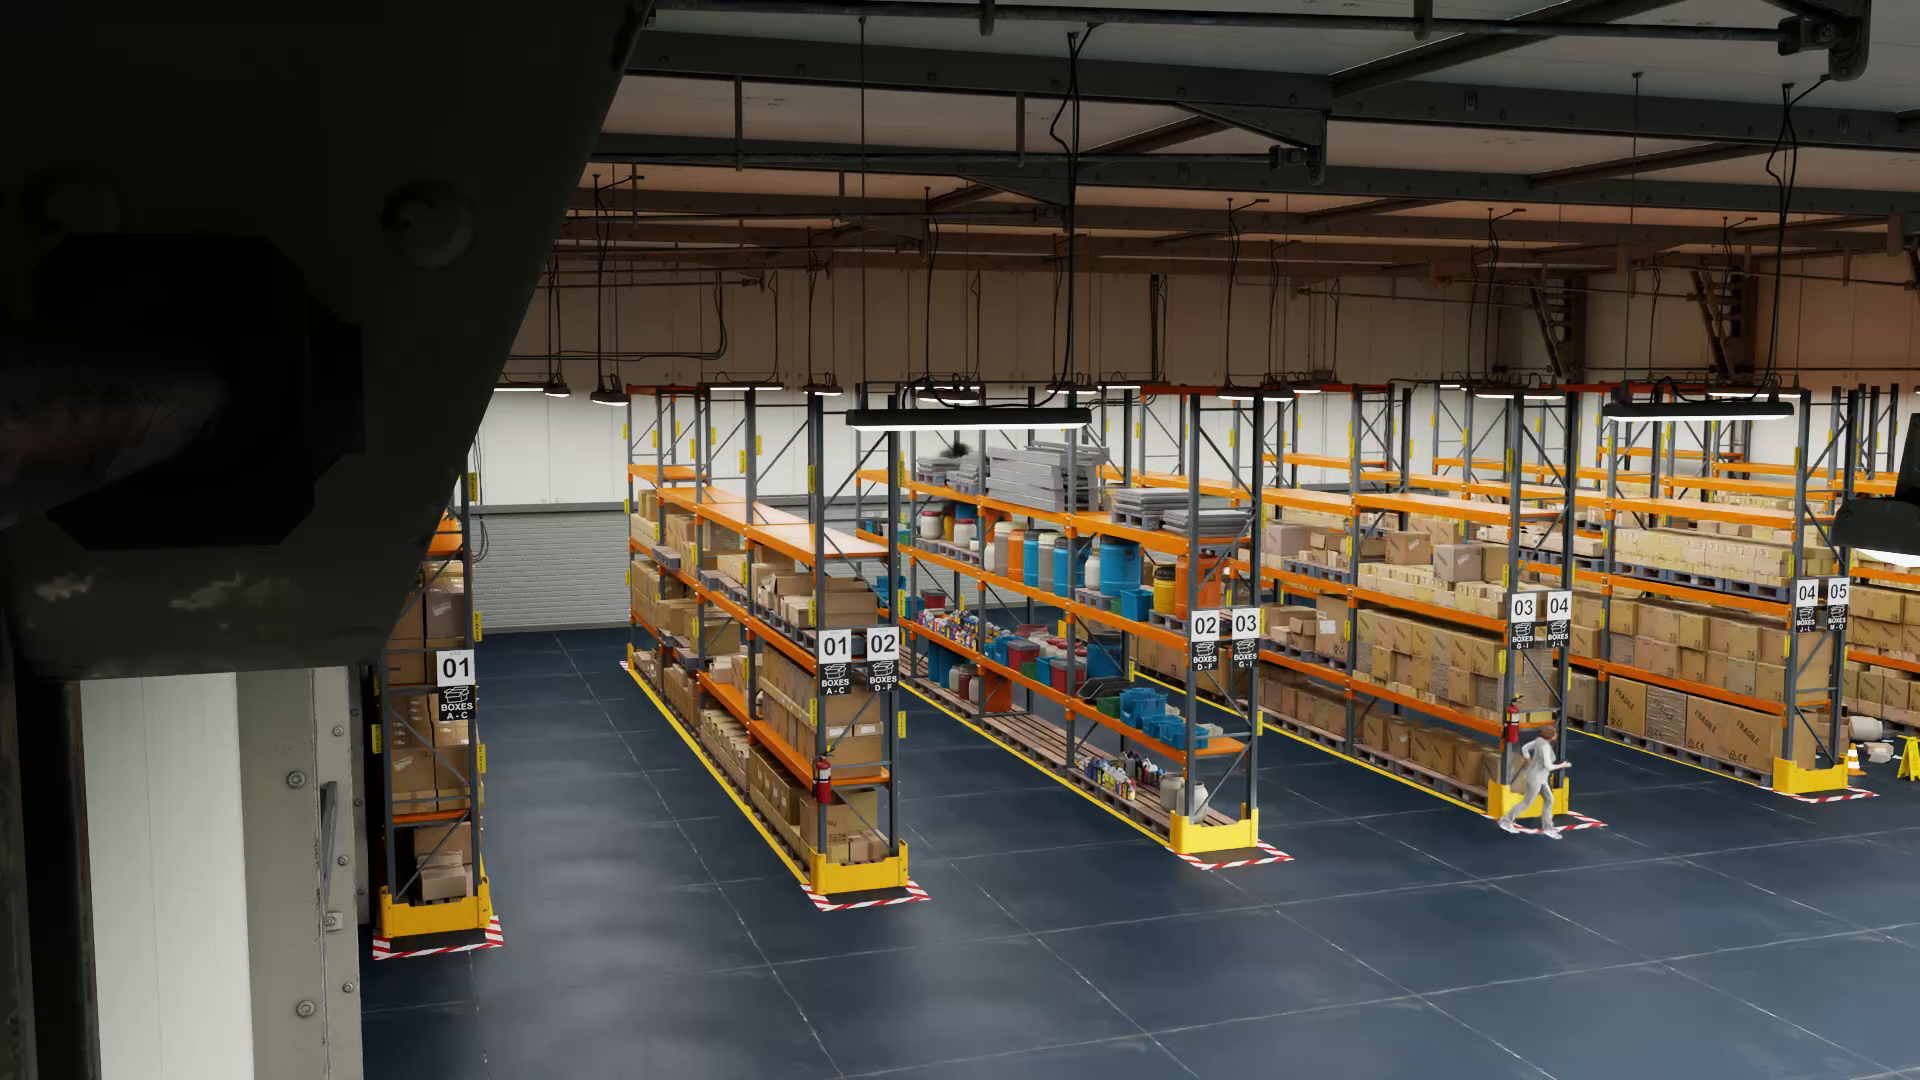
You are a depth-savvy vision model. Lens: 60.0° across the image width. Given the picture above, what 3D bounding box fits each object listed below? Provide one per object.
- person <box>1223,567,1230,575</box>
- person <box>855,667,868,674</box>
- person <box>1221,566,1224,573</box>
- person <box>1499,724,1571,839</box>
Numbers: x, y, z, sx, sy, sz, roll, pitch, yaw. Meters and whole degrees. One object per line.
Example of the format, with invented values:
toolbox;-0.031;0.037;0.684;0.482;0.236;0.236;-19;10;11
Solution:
person;6.369;1.278;40.670;0.745;1.715;0.601;3;6;24
person;-1.840;2.479;28.658;0.676;1.757;0.878;-4;7;-31
person;6.157;1.390;39.311;0.653;1.740;0.628;-2;6;-20
person;7.728;3.244;22.339;0.898;1.589;0.547;2;6;14
